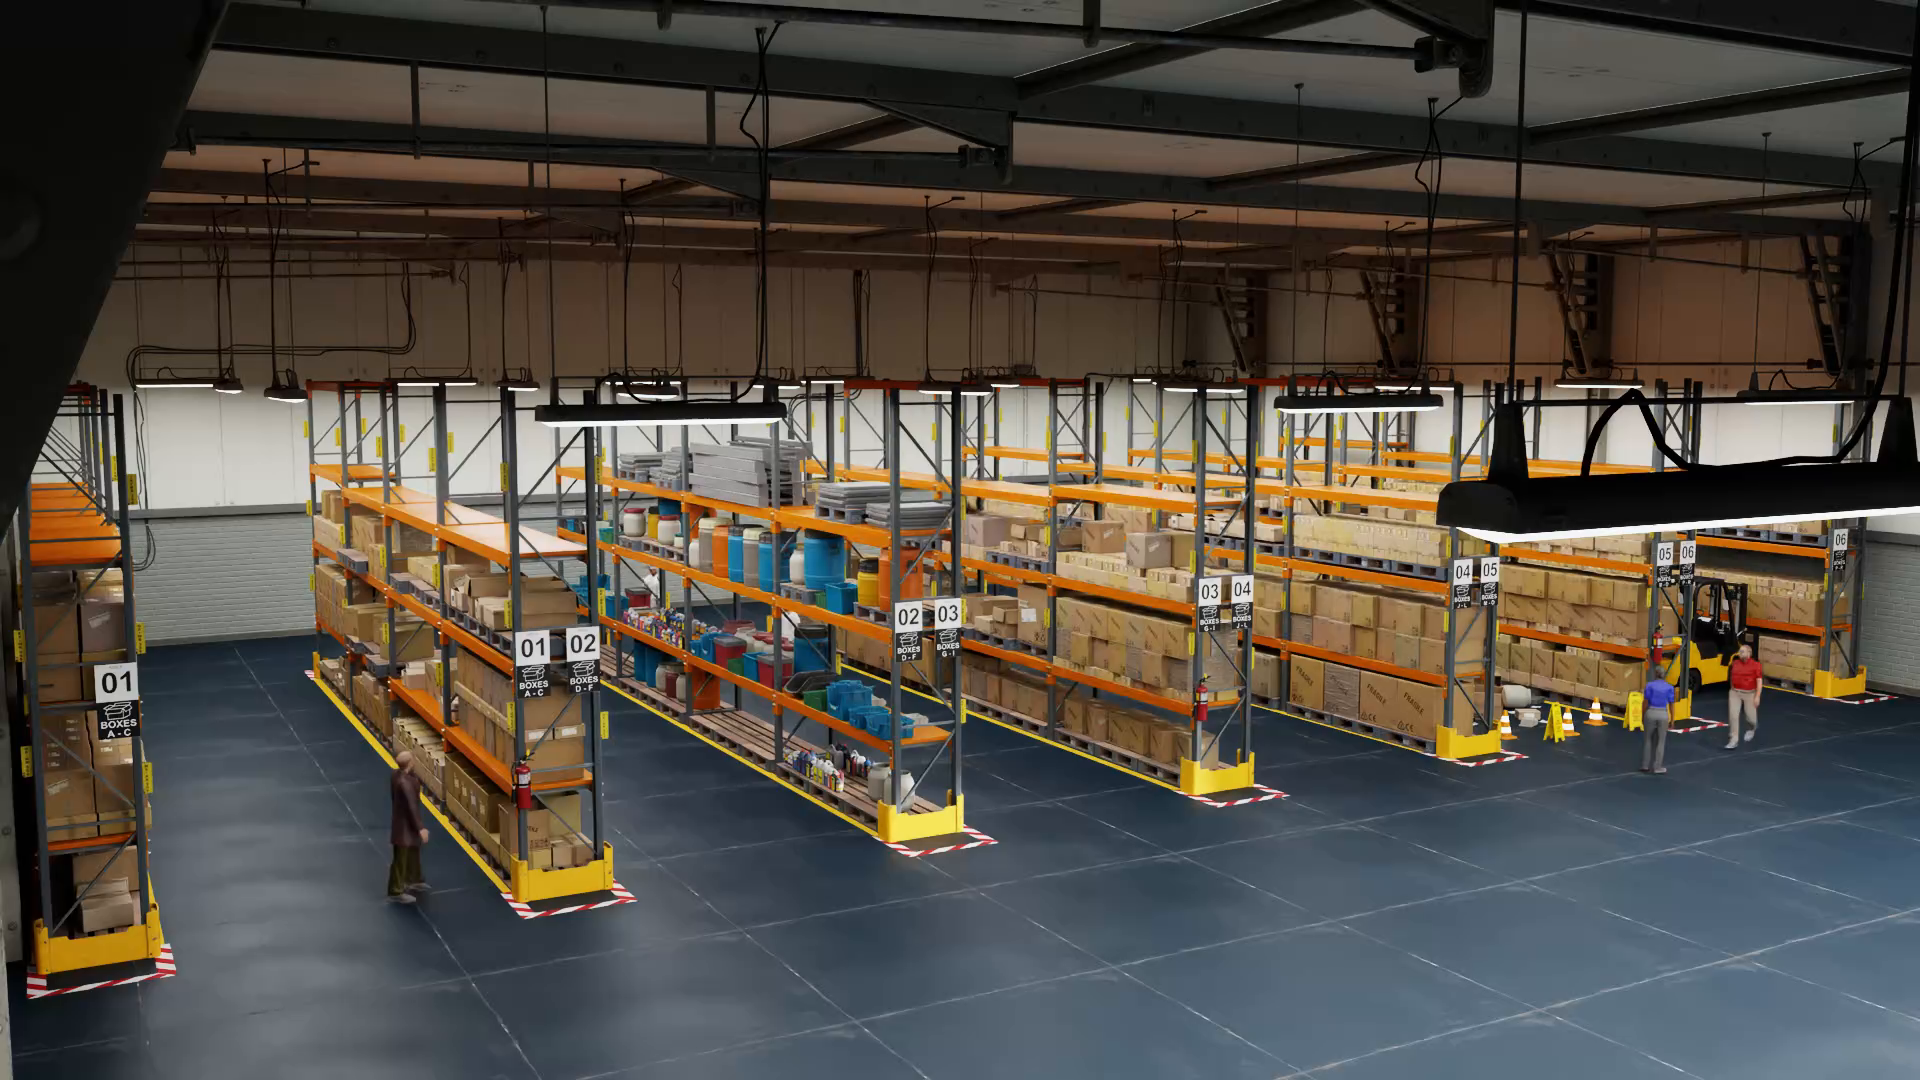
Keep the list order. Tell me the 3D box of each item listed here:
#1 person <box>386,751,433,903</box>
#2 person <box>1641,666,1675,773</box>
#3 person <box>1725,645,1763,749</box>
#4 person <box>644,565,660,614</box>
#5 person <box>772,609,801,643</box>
[{"bbox_3d":[-6.531,3.379,19.666,0.546,1.830,0.685,-2,6,-20],"label":"person"},{"bbox_3d":[10.803,2.769,25.748,0.464,1.673,0.395,3,7,23],"label":"person"},{"bbox_3d":[12.945,2.562,27.405,0.501,1.705,0.752,4,7,31],"label":"person"},{"bbox_3d":[-7.188,1.359,39.054,0.539,1.639,0.977,-4,7,-36],"label":"person"},{"bbox_3d":[-3.266,1.917,31.879,0.725,1.721,1.079,-4,7,-33],"label":"person"}]
